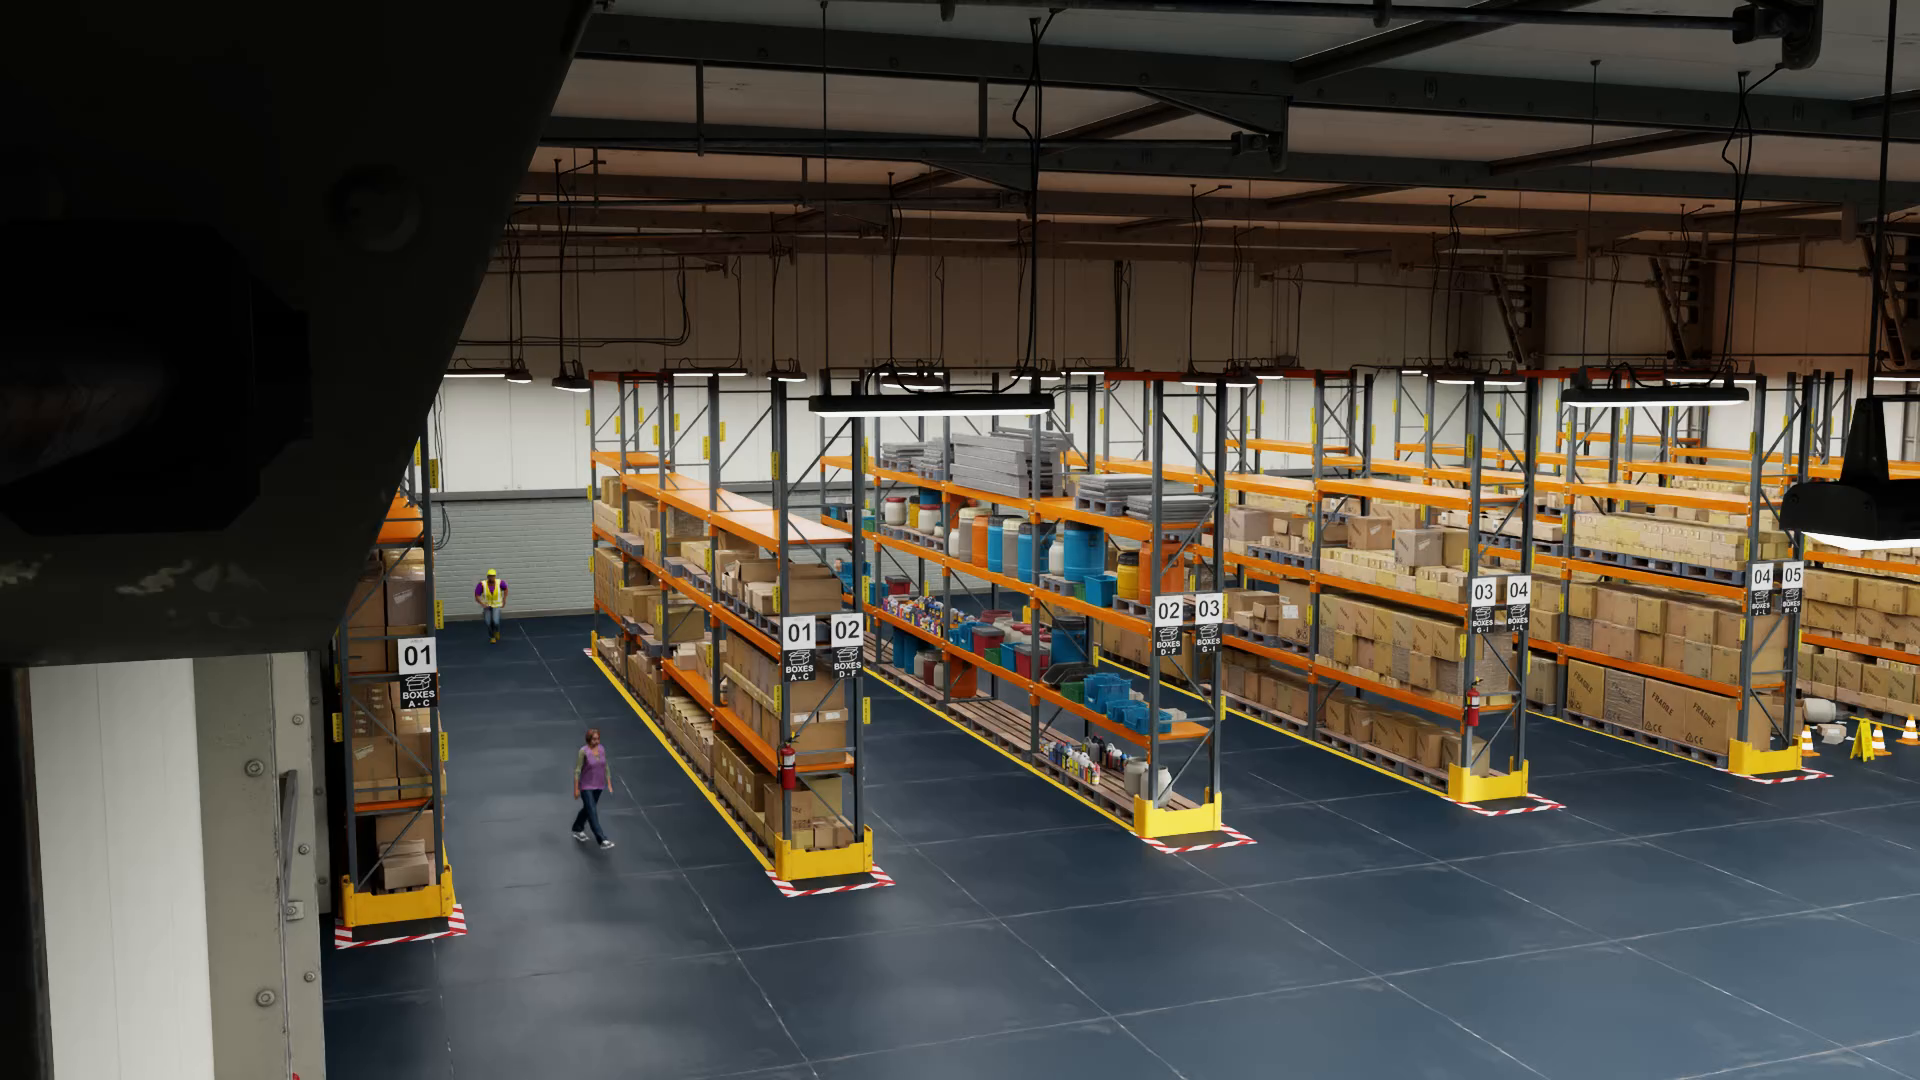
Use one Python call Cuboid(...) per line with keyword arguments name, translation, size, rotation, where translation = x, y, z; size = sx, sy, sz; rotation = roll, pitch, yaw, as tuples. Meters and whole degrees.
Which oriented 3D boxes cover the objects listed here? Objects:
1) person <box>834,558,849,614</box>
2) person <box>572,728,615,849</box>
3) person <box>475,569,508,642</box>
Cuboid(name="person", translation=(-2.766, 1.222, 38.273), size=(0.593, 1.659, 0.430), rotation=(-4, 8, -34))
Cuboid(name="person", translation=(-4.680, 3.170, 21.314), size=(1.020, 1.533, 0.430), rotation=(5, 8, 35))
Cuboid(name="person", translation=(-10.253, 1.443, 36.415), size=(0.687, 1.666, 0.695), rotation=(-1, 6, -10))
